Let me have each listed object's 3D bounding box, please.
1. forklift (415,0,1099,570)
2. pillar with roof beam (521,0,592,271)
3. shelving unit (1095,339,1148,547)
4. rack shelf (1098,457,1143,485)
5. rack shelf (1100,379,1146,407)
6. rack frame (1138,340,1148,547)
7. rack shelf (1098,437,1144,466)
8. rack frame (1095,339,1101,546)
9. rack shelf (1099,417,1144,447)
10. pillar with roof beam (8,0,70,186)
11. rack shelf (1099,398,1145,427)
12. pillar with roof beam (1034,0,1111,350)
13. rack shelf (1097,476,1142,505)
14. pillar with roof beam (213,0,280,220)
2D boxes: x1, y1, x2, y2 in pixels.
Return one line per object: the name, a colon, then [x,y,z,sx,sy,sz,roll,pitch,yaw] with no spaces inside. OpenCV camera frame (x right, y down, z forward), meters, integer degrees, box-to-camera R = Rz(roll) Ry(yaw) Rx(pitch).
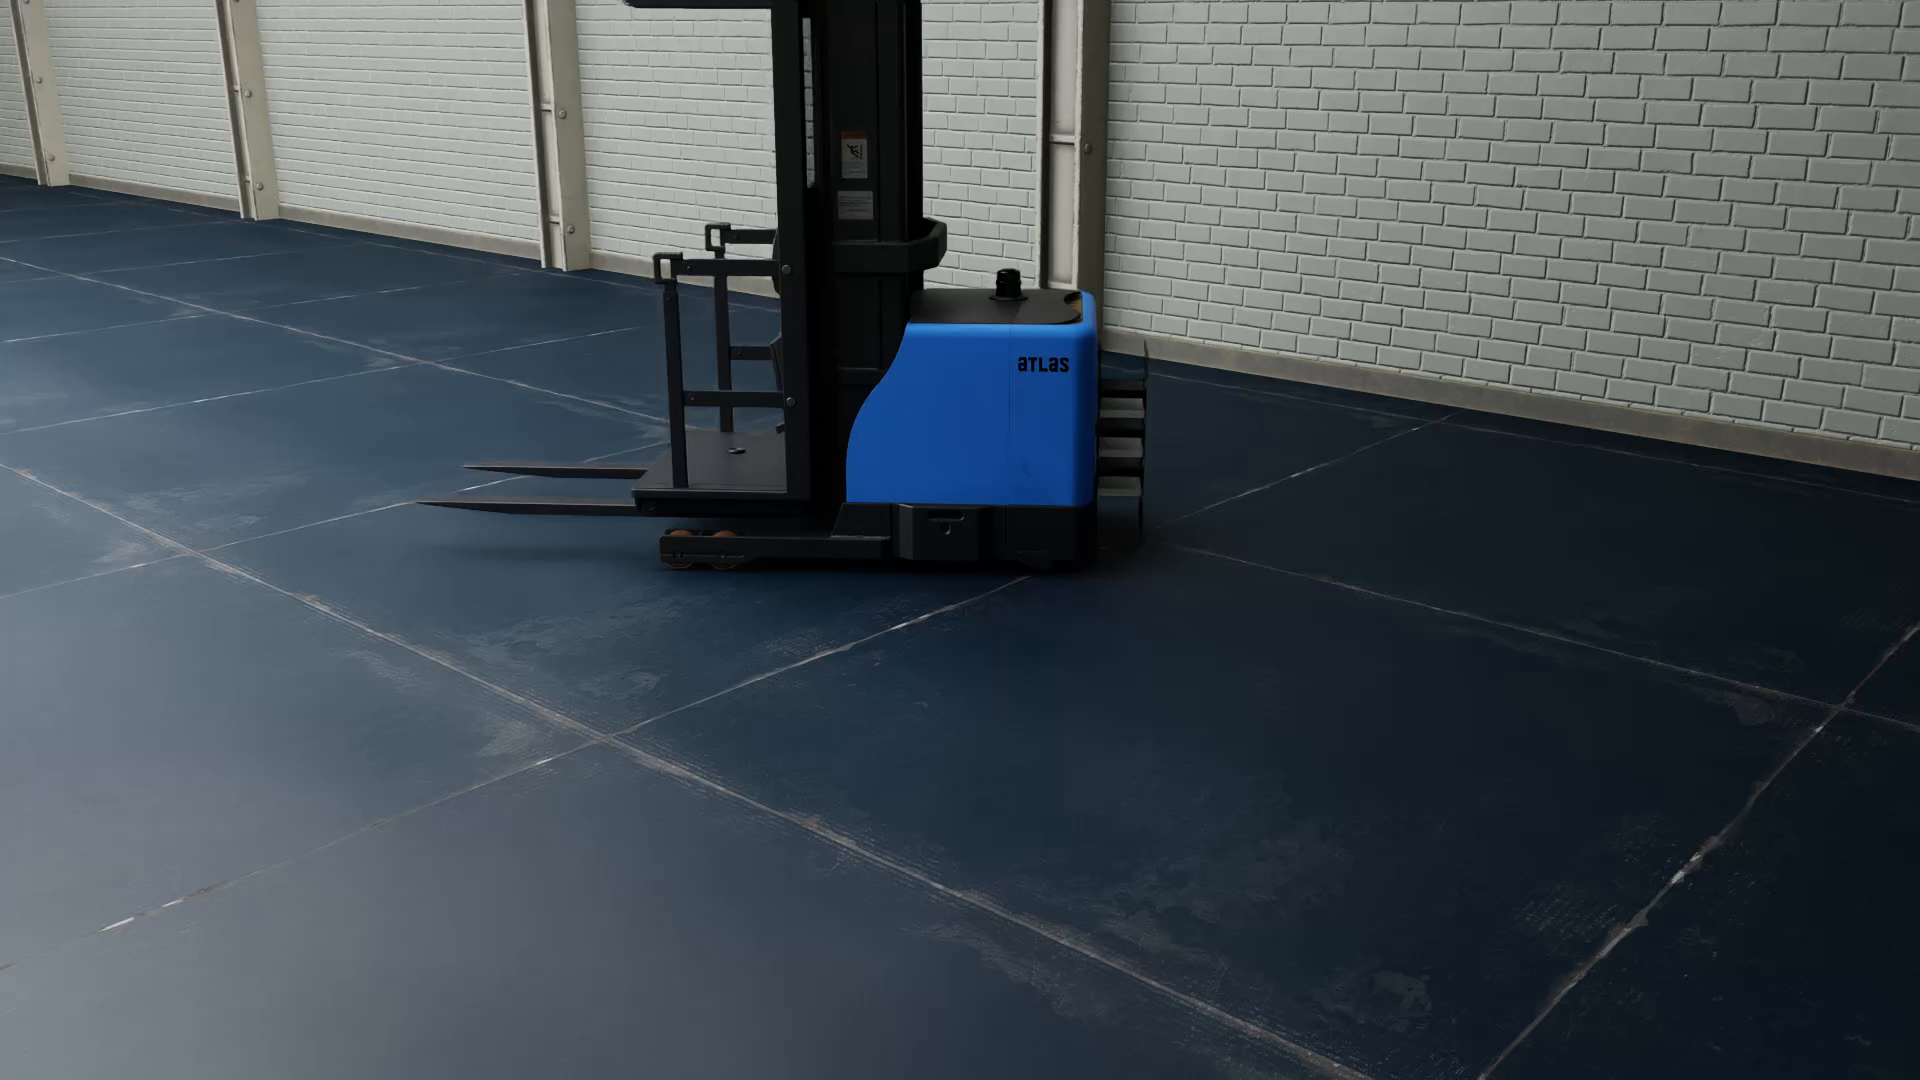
forklift: [-0.901,-1.425,7.257,3.031,2.935,1.130,1,18,4]
pillar with roof beam: [-6.574,-5.894,11.307,0.400,9.000,9.100,15,23,39]
shelving unit: [0.724,-0.436,7.499,0.210,0.900,0.258,1,18,4]
rack shelf: [0.724,-0.319,7.536,0.200,0.077,0.258,1,18,4]
rack shelf: [0.724,-0.662,7.427,0.200,0.077,0.258,1,18,4]
rack frame: [0.825,-0.434,7.492,0.006,0.900,0.240,1,18,4]
rack shelf: [0.724,-0.404,7.509,0.200,0.077,0.258,1,18,4]
rack frame: [0.622,-0.438,7.505,0.006,0.900,0.240,1,18,4]
rack shelf: [0.724,-0.490,7.481,0.200,0.077,0.258,1,18,4]
pillar with roof beam: [-15.549,-8.303,18.899,0.400,9.000,9.100,15,23,39]
rack shelf: [0.724,-0.576,7.454,0.200,0.077,0.258,1,18,4]
pillar with roof beam: [-2.086,-4.689,7.511,0.400,9.000,9.100,15,23,39]
rack shelf: [0.724,-0.233,7.563,0.200,0.077,0.258,1,18,4]
pillar with roof beam: [-11.061,-7.099,15.103,0.400,9.000,9.100,15,23,39]
